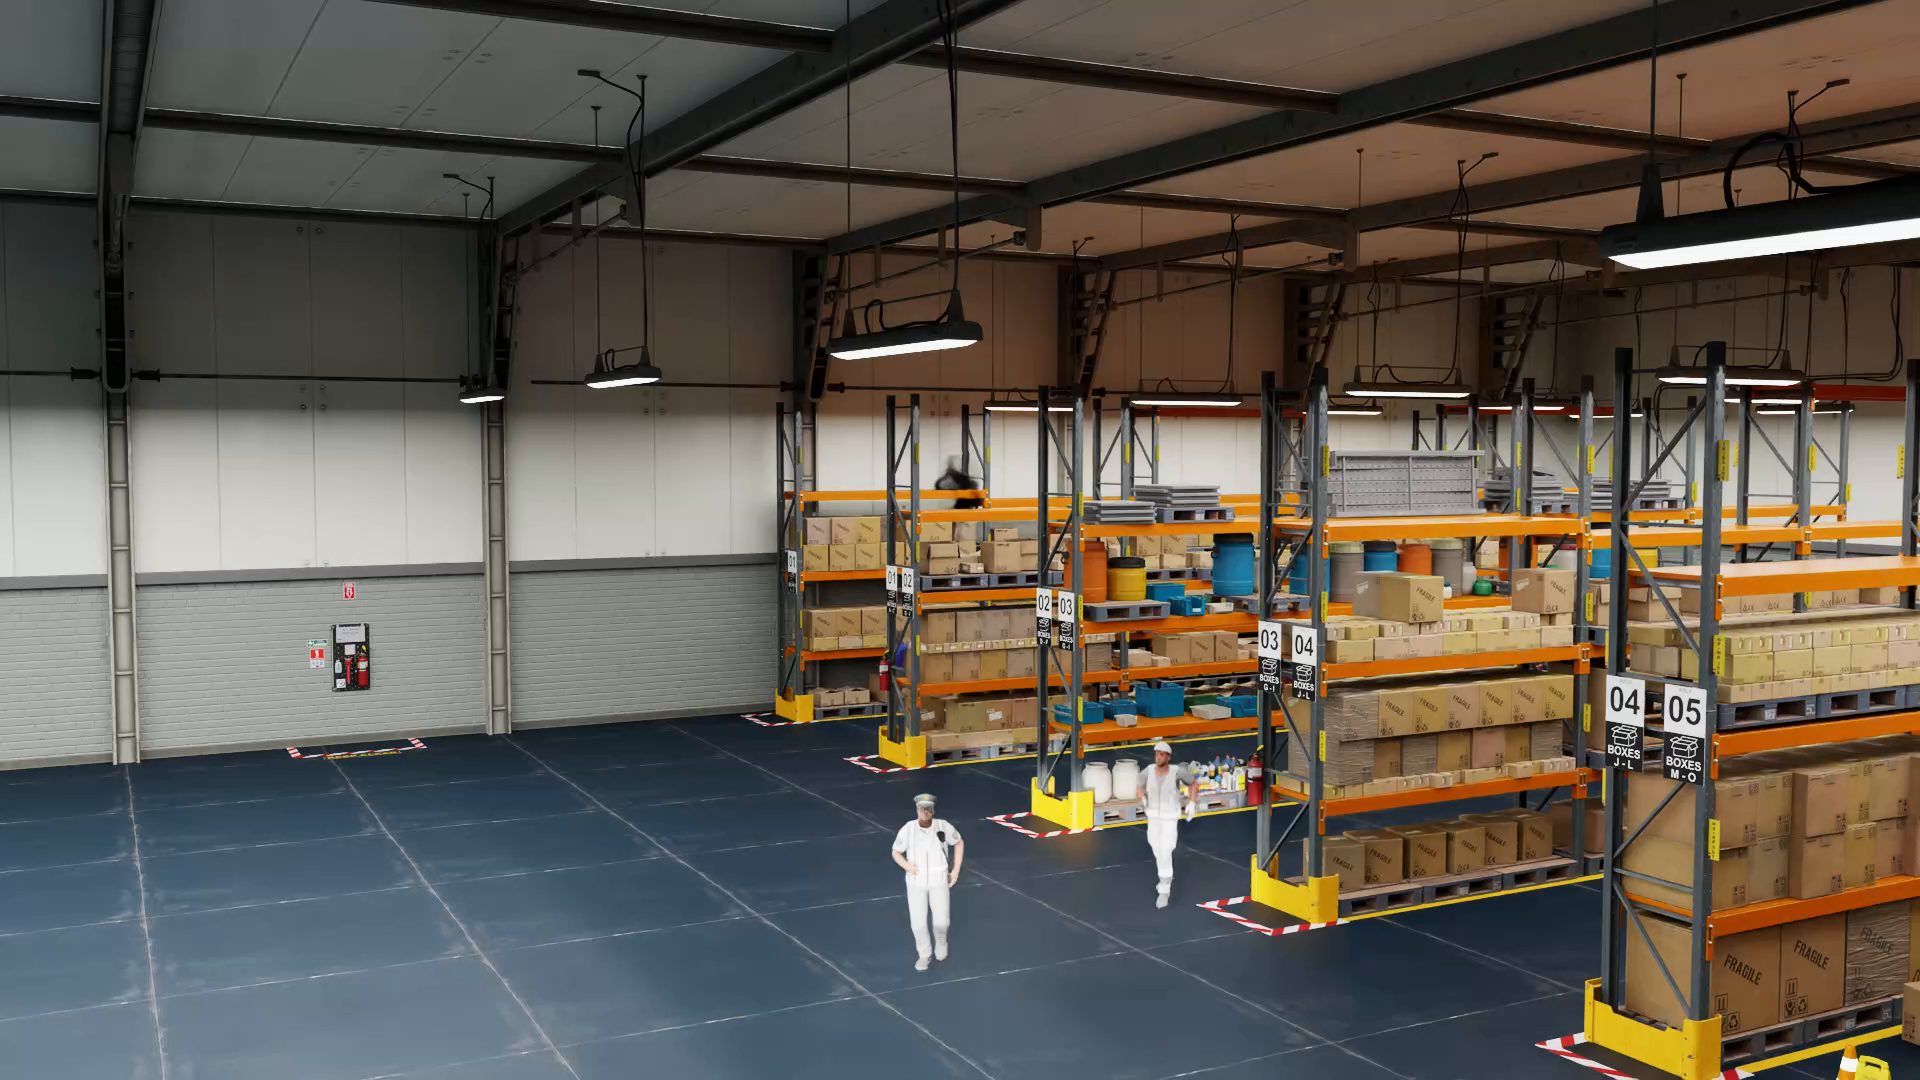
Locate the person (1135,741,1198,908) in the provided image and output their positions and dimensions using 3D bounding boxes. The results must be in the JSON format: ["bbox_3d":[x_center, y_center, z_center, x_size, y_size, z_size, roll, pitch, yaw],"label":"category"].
[{"bbox_3d":[2.326,3.205,18.916,0.682,1.855,0.788,2,4,27],"label":"person"}]

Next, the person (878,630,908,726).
[{"bbox_3d":[-1.078,2.414,28.992,0.826,1.719,0.576,-3,4,-40],"label":"person"}]

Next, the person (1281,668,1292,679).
[{"bbox_3d":[6.696,2.470,34.048,0.545,1.559,0.535,-3,4,-41],"label":"person"}]

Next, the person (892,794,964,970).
[{"bbox_3d":[-0.315,3.361,16.331,0.716,1.754,0.578,0,3,-2],"label":"person"}]
